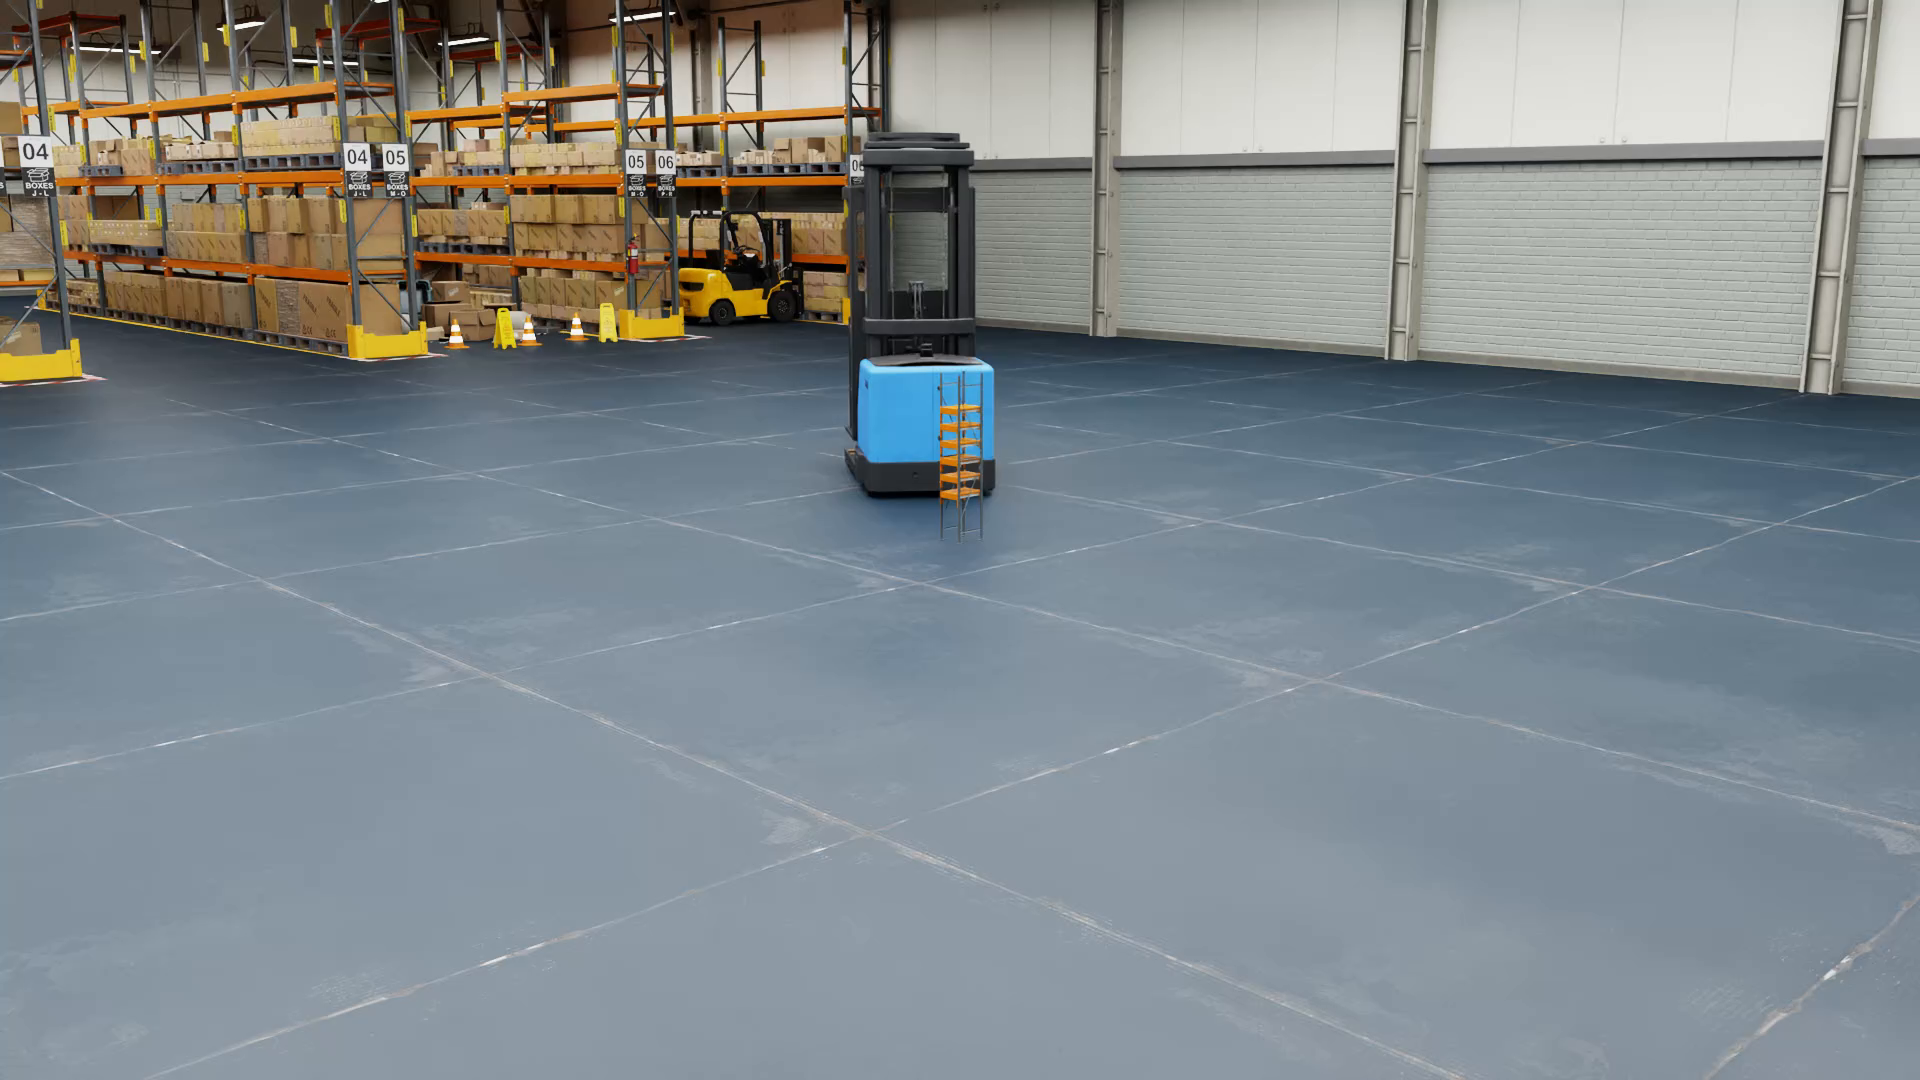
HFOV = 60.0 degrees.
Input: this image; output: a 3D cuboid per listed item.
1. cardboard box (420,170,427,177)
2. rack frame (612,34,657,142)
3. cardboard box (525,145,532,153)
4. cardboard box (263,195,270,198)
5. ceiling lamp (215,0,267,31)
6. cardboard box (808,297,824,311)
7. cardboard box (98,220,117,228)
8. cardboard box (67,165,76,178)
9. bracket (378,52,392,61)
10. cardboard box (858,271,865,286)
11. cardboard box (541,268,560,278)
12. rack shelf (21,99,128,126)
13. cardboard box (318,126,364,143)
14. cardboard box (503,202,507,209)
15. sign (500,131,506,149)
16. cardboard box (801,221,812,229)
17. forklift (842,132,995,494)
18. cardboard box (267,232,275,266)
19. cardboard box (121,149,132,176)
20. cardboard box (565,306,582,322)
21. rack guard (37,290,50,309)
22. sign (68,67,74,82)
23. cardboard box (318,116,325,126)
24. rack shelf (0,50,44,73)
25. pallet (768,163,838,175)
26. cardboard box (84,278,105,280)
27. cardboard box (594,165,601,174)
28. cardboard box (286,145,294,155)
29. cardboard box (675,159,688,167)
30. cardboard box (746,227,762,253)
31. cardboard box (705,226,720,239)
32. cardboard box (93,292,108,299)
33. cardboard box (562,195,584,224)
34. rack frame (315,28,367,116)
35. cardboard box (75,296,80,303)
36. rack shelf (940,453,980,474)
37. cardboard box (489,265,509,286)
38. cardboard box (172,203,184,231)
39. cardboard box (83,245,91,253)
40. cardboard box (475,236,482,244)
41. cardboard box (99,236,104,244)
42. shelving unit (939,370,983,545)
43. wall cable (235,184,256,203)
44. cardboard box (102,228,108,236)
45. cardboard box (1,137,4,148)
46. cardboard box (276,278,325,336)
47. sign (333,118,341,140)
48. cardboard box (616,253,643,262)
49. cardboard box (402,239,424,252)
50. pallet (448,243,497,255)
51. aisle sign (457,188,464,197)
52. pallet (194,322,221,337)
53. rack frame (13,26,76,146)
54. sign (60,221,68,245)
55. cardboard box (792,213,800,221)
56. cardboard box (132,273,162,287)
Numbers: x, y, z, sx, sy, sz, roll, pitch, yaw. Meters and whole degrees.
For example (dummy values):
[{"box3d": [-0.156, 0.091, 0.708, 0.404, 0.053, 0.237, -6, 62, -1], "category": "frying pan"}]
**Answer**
[{"box3d": [-10.792, -7.480, 33.973, 0.380, 0.149, 0.250, -11, 16, -43], "category": "cardboard box"}, {"box3d": [-7.299, -9.834, 37.343, 1.000, 3.000, 0.127, -11, 16, -43], "category": "rack frame"}, {"box3d": [-7.766, -7.191, 30.596, 0.250, 0.149, 0.380, 11, 16, 43], "category": "cardboard box"}, {"box3d": [-16.366, -8.137, 39.641, 0.380, 0.149, 0.250, -10, 16, -41], "category": "cardboard box"}, {"box3d": [-14.652, -12.158, 34.159, 0.800, 3.185, 2.000, -11, 16, -43], "category": "ceiling lamp"}, {"box3d": [-2.664, -4.686, 32.995, 0.500, 0.250, 0.500, -11, 16, -43], "category": "cardboard box"}, {"box3d": [-16.848, -6.258, 32.959, 0.380, 0.149, 0.250, -11, 16, -42], "category": "cardboard box"}, {"box3d": [-18.030, -7.587, 34.242, 0.500, 0.250, 0.500, -11, 16, -43], "category": "cardboard box"}, {"box3d": [-16.214, -13.641, 46.899, 0.235, 0.232, 0.430, -11, 16, -43], "category": "bracket"}, {"box3d": [-1.969, -5.173, 32.884, 0.500, 0.250, 0.500, -11, 16, -43], "category": "cardboard box"}, {"box3d": [-7.513, -4.939, 30.757, 0.380, 0.149, 0.250, -10, 15, -40], "category": "cardboard box"}, {"box3d": [-18.540, -8.959, 34.887, 1.077, 0.370, 4.000, -11, 16, -43], "category": "rack shelf"}, {"box3d": [-9.412, -6.160, 25.290, 0.500, 0.250, 0.500, -11, 16, -42], "category": "cardboard box"}, {"box3d": [-9.018, -6.600, 32.880, 0.380, 0.149, 0.250, -10, 15, -39], "category": "cardboard box"}, {"box3d": [-8.523, -7.457, 30.983, 0.100, 0.325, 0.005, -11, 16, -43], "category": "sign"}, {"box3d": [-2.931, -6.256, 32.989, 0.250, 0.149, 0.380, 11, 16, 43], "category": "cardboard box"}, {"box3d": [-0.448, -2.066, 14.675, 1.130, 2.935, 3.031, -2, 12, -9], "category": "forklift"}, {"box3d": [-10.975, -4.859, 27.693, 0.875, 0.550, 0.550, -11, 16, -43], "category": "cardboard box"}, {"box3d": [-15.672, -7.210, 31.791, 0.500, 0.500, 0.500, -11, 16, -43], "category": "cardboard box"}, {"box3d": [-6.832, -4.128, 30.287, 0.500, 0.250, 0.500, 11, 16, 43], "category": "cardboard box"}, {"box3d": [-19.869, -5.431, 37.034, 1.175, 0.500, 0.348, -11, 16, -43], "category": "rack guard"}, {"box3d": [-19.506, -10.214, 36.481, 0.100, 0.325, 0.005, -11, 16, -43], "category": "sign"}, {"box3d": [-9.522, -6.361, 25.279, 0.380, 0.149, 0.250, -11, 16, -42], "category": "cardboard box"}, {"box3d": [-13.910, -6.531, 23.103, 1.077, 0.370, 4.000, -11, 16, -43], "category": "rack shelf"}, {"box3d": [-3.091, -7.439, 33.371, 1.003, 0.211, 1.213, -11, 16, -43], "category": "pallet"}, {"box3d": [-18.970, -5.661, 36.503, 0.380, 0.149, 0.250, -11, 16, -44], "category": "cardboard box"}, {"box3d": [-6.165, -6.471, 29.073, 0.380, 0.149, 0.250, -10, 15, -41], "category": "cardboard box"}, {"box3d": [-10.400, -6.156, 26.259, 0.380, 0.149, 0.250, -11, 16, -42], "category": "cardboard box"}, {"box3d": [-6.048, -8.144, 35.905, 0.380, 0.149, 0.250, -11, 16, -43], "category": "cardboard box"}, {"box3d": [-4.047, -6.186, 34.256, 0.500, 0.500, 0.500, -11, 16, -42], "category": "cardboard box"}, {"box3d": [-5.061, -6.519, 35.255, 0.500, 0.250, 0.500, -11, 16, -44], "category": "cardboard box"}, {"box3d": [-17.607, -5.040, 34.226, 0.380, 0.149, 0.250, -10, 16, -41], "category": "cardboard box"}, {"box3d": [-6.643, -5.900, 29.650, 0.700, 0.500, 0.500, -11, 16, -43], "category": "cardboard box"}, {"box3d": [-13.649, -9.726, 36.817, 1.000, 3.000, 0.127, -11, 16, -43], "category": "rack frame"}, {"box3d": [-18.523, -5.100, 35.259, 0.380, 0.149, 0.250, -11, 16, -41], "category": "cardboard box"}, {"box3d": [0.010, -0.542, 11.789, 0.258, 0.103, 0.180, -11, 16, -43], "category": "rack shelf"}, {"box3d": [-11.615, -6.721, 42.254, 0.500, 0.500, 0.500, -11, 16, -42], "category": "cardboard box"}, {"box3d": [-14.094, -5.971, 30.733, 0.700, 0.500, 0.500, -11, 16, -43], "category": "cardboard box"}, {"box3d": [-17.782, -5.991, 34.181, 0.250, 0.149, 0.380, 11, 16, 44], "category": "cardboard box"}, {"box3d": [-9.231, -5.849, 32.451, 0.380, 0.149, 0.250, -11, 16, -42], "category": "cardboard box"}, {"box3d": [-16.854, -5.967, 33.023, 0.380, 0.149, 0.250, -11, 16, -42], "category": "cardboard box"}, {"box3d": [0.010, -0.586, 11.780, 0.258, 1.200, 0.189, -11, 16, -43], "category": "shelving unit"}, {"box3d": [-19.304, -8.888, 45.099, 0.588, 1.984, 0.122, -11, 16, -43], "category": "wall cable"}, {"box3d": [-16.681, -6.077, 32.817, 0.250, 0.149, 0.380, 11, 16, 43], "category": "cardboard box"}, {"box3d": [-12.925, -5.389, 22.587, 0.380, 0.149, 0.250, -11, 16, -44], "category": "cardboard box"}, {"box3d": [-10.626, -3.848, 27.379, 0.875, 0.875, 0.875, -11, 16, -42], "category": "cardboard box"}, {"box3d": [-9.274, -6.122, 24.761, 0.100, 0.325, 0.005, -11, 16, -43], "category": "sign"}, {"box3d": [-5.775, -4.938, 29.067, 0.380, 0.149, 0.250, -10, 15, -41], "category": "cardboard box"}, {"box3d": [-11.424, -6.168, 34.786, 0.500, 0.250, 0.500, 11, 16, 43], "category": "cardboard box"}, {"box3d": [-9.490, -5.826, 33.233, 1.003, 0.211, 1.213, -11, 16, -43], "category": "pallet"}, {"box3d": [-13.083, -9.306, 43.203, 0.394, 0.787, 0.004, -11, 16, -43], "category": "aisle sign"}, {"box3d": [-13.069, -3.830, 29.977, 1.003, 0.211, 1.213, -11, 16, -43], "category": "pallet"}, {"box3d": [-19.922, -9.605, 36.231, 1.000, 3.000, 0.127, -11, 16, -43], "category": "rack frame"}, {"box3d": [-12.137, -4.155, 22.499, 0.100, 0.325, 0.005, -11, 16, -43], "category": "sign"}, {"box3d": [-3.128, -6.436, 33.124, 0.380, 0.149, 0.250, -10, 16, -41], "category": "cardboard box"}, {"box3d": [-15.755, -5.060, 32.331, 0.500, 0.250, 0.500, -10, 16, -41], "category": "cardboard box"}]
